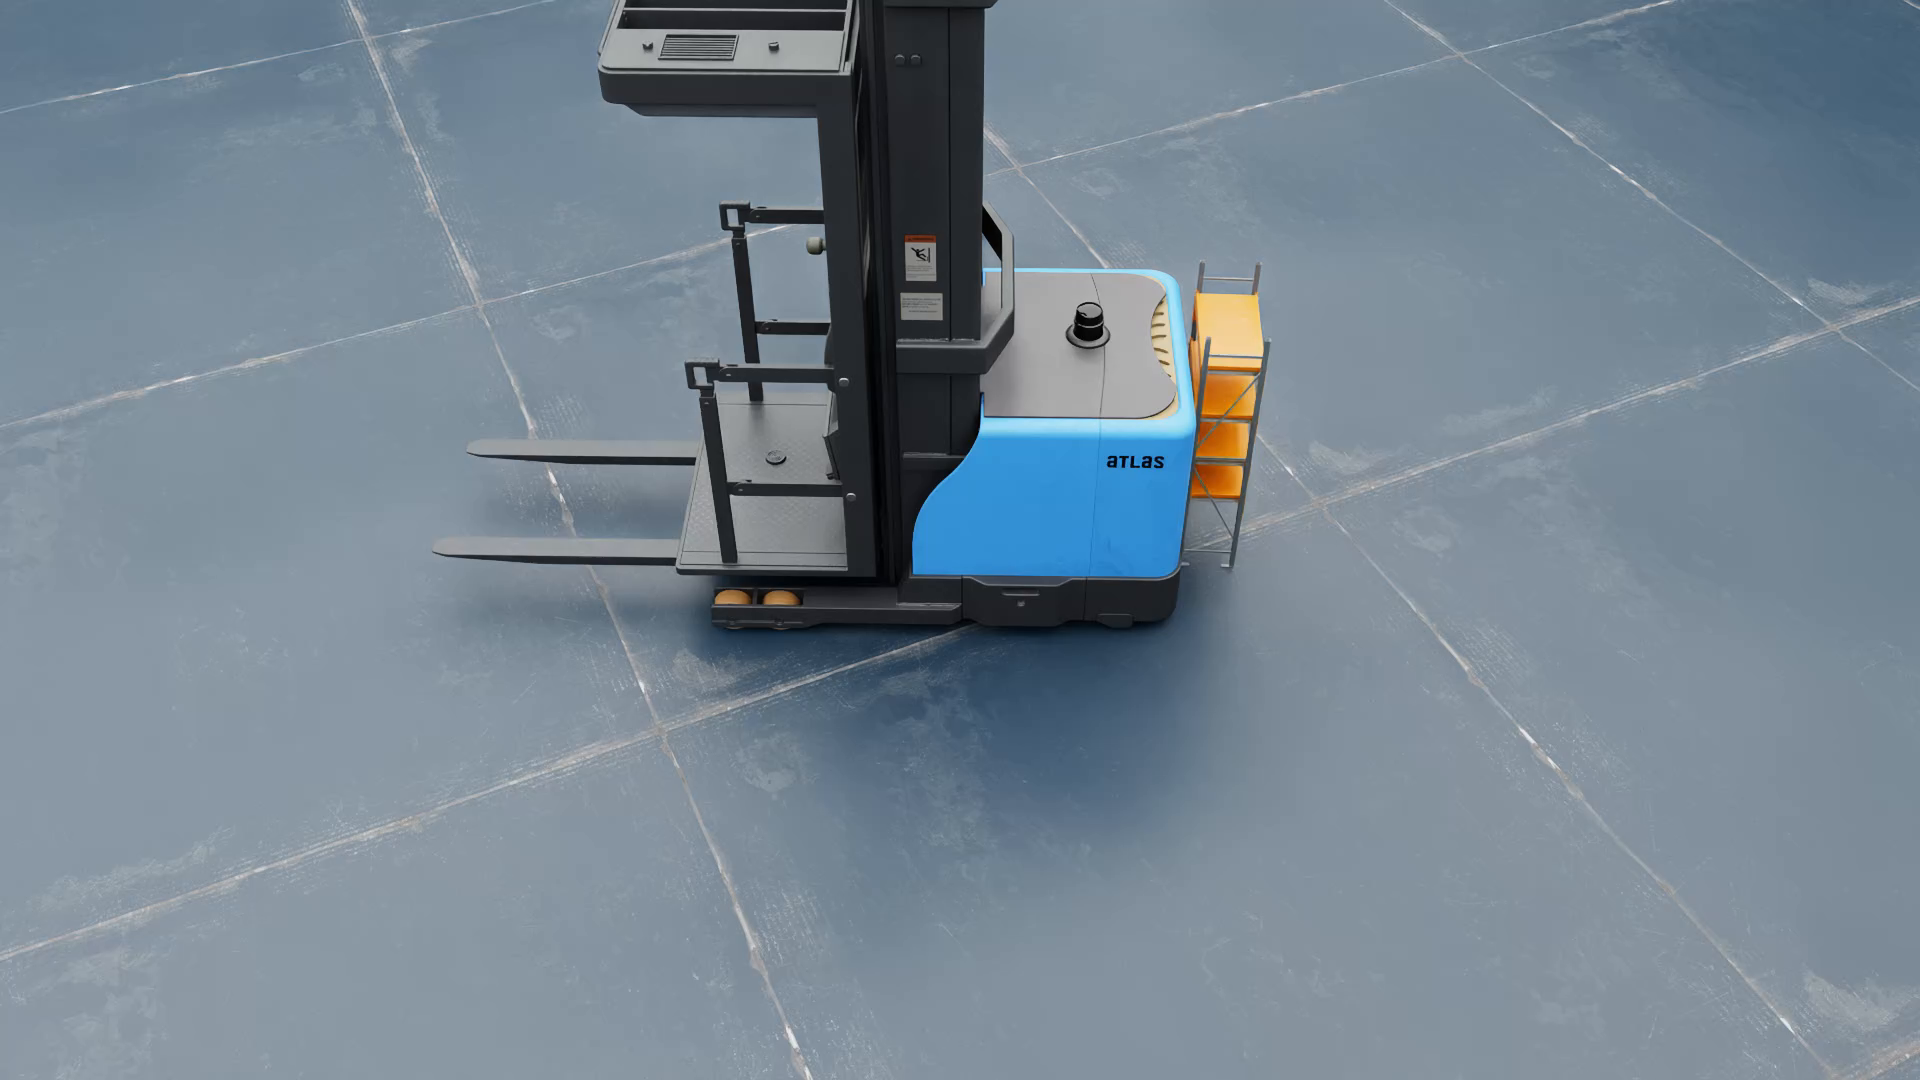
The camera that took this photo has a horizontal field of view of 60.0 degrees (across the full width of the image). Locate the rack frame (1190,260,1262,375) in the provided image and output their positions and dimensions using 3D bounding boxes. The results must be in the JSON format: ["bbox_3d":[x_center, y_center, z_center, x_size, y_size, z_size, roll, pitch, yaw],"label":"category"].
[{"bbox_3d":[1.061,-0.661,6.935,0.240,1.200,0.015,2,45,2],"label":"rack frame"}]

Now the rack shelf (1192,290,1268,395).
[{"bbox_3d":[1.047,-0.770,6.485,0.258,0.148,0.480,2,45,2],"label":"rack shelf"}]

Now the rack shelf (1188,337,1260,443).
[{"bbox_3d":[1.047,-0.601,6.651,0.258,0.148,0.480,2,45,2],"label":"rack shelf"}]

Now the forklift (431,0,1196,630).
[{"bbox_3d":[-0.628,-1.052,6.098,3.031,2.935,1.130,1,45,1],"label":"forklift"}]

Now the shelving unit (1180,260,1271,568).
[{"bbox_3d":[1.047,-0.490,6.761,0.258,1.200,0.503,2,45,2],"label":"shelving unit"}]

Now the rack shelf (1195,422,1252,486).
[{"bbox_3d":[1.047,-0.442,6.808,0.258,0.148,0.480,2,45,2],"label":"rack shelf"}]

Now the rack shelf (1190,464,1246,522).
[{"bbox_3d":[1.047,-0.301,6.948,0.258,0.148,0.480,2,45,2],"label":"rack shelf"}]

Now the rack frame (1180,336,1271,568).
[{"bbox_3d":[1.032,-0.319,6.588,0.240,1.200,0.015,2,45,2],"label":"rack frame"}]
